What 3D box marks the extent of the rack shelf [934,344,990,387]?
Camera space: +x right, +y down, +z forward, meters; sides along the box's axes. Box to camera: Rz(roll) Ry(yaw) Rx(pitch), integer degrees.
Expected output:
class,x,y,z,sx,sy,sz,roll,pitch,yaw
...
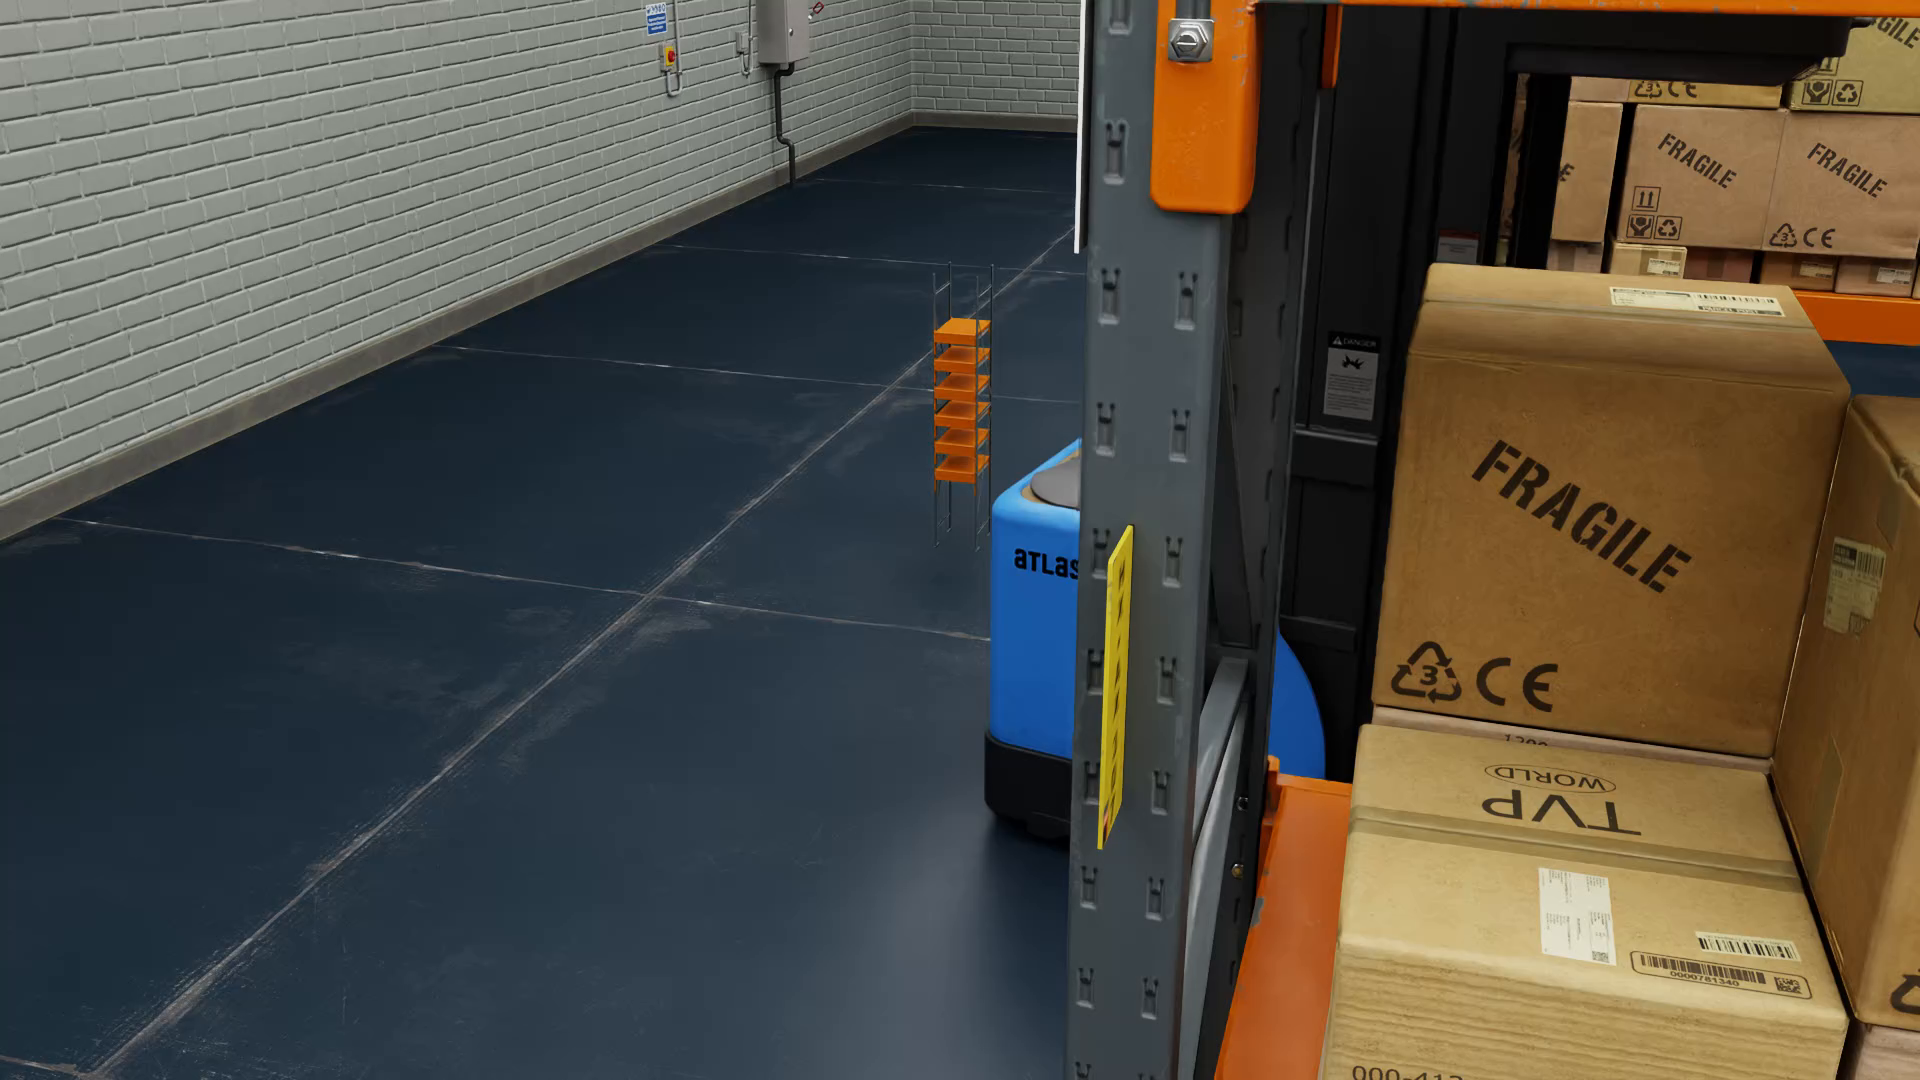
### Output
class,x,y,z,sx,sy,sz,roll,pitch,yaw
rack shelf,0.014,-0.734,6.964,0.180,0.103,0.258,7,23,16

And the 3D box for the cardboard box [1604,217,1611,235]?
class,x,y,z,sx,sy,sz,roll,pitch,yaw
cardboard box,2.720,-1.290,6.793,0.250,0.149,0.380,6,23,15

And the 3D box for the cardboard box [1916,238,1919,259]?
class,x,y,z,sx,sy,sz,roll,pitch,yaw
cardboard box,3.679,-1.275,5.902,0.500,0.500,0.500,6,23,14

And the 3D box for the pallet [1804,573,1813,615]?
class,x,y,z,sx,sy,sz,roll,pitch,yaw
pallet,3.859,0.133,6.668,1.213,0.211,1.003,7,23,16

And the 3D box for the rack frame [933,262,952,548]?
class,x,y,z,sx,sy,sz,roll,pitch,yaw
rack frame,-0.074,-0.564,7.063,0.006,1.200,0.240,7,23,16

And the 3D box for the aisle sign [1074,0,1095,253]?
class,x,y,z,sx,sy,sz,roll,pitch,yaw
aisle sign,0.169,-0.712,1.629,0.004,0.787,0.394,7,23,16

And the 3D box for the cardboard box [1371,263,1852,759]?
class,x,y,z,sx,sy,sz,roll,pitch,yaw
cardboard box,0.867,-0.068,2.301,0.500,0.500,0.500,7,23,16

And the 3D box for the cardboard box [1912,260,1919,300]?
class,x,y,z,sx,sy,sz,roll,pitch,yaw
cardboard box,3.578,-0.979,6.034,0.250,0.149,0.380,7,23,17

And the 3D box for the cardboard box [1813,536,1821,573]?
class,x,y,z,sx,sy,sz,roll,pitch,yaw
cardboard box,3.262,-0.019,6.566,0.250,0.149,0.380,7,23,16

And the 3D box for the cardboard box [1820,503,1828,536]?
class,x,y,z,sx,sy,sz,roll,pitch,yaw
cardboard box,3.283,-0.157,6.511,0.250,0.149,0.380,5,23,13

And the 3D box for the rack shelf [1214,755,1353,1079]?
class,x,y,z,sx,sy,sz,roll,pitch,yaw
rack shelf,2.240,0.941,1.971,4.000,0.370,1.077,7,23,16

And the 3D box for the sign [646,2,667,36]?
class,x,y,z,sx,sy,sz,roll,pitch,yaw
sign,-2.290,-3.935,12.555,0.001,0.218,0.327,7,23,16

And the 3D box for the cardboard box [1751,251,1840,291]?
class,x,y,z,sx,sy,sz,roll,pitch,yaw
cardboard box,3.108,-1.052,6.213,0.250,0.149,0.380,6,23,15

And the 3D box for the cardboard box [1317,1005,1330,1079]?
class,x,y,z,sx,sy,sz,roll,pitch,yaw
cardboard box,0.569,0.664,2.029,0.250,0.149,0.380,7,23,16

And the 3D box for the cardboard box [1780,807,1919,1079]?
class,x,y,z,sx,sy,sz,roll,pitch,yaw
cardboard box,1.206,0.526,1.840,0.500,0.250,0.500,6,23,15

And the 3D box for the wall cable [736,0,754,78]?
class,x,y,z,sx,sy,sz,roll,pitch,yaw
wall cable,-1.819,-4.808,13.699,0.122,1.984,0.588,7,23,16

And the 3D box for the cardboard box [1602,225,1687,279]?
class,x,y,z,sx,sy,sz,roll,pitch,yaw
cardboard box,2.567,-1.069,6.255,0.250,0.149,0.380,6,23,14

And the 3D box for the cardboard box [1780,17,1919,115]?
class,x,y,z,sx,sy,sz,roll,pitch,yaw
cardboard box,3.184,-1.785,5.827,0.500,0.500,0.500,6,23,14

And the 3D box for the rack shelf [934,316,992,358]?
class,x,y,z,sx,sy,sz,roll,pitch,yaw
rack shelf,0.014,-0.845,6.919,0.180,0.103,0.258,7,23,16

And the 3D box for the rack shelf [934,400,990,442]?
class,x,y,z,sx,sy,sz,roll,pitch,yaw
rack shelf,0.014,-0.512,7.055,0.180,0.103,0.258,7,23,16

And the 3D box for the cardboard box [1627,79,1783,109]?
class,x,y,z,sx,sy,sz,roll,pitch,yaw
cardboard box,2.692,-1.850,5.986,0.500,0.500,0.500,7,23,17

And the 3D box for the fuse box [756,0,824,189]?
class,x,y,z,sx,sy,sz,roll,pitch,yaw
fuse box,-1.471,-3.972,14.699,0.414,1.711,0.539,7,23,16

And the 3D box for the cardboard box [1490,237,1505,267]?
class,x,y,z,sx,sy,sz,roll,pitch,yaw
cardboard box,2.070,-1.131,6.406,0.250,0.149,0.380,6,23,15

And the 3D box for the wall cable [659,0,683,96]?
class,x,y,z,sx,sy,sz,roll,pitch,yaw
wall cable,-2.218,-4.306,12.434,0.123,1.953,0.585,7,23,16

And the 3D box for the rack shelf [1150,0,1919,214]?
class,x,y,z,sx,sy,sz,roll,pitch,yaw
rack shelf,2.240,-0.447,1.402,4.000,0.370,1.077,7,23,16

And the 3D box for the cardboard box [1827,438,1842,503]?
class,x,y,z,sx,sy,sz,roll,pitch,yaw
cardboard box,3.285,-0.280,6.419,0.250,0.149,0.380,7,23,18

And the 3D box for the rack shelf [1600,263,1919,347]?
class,x,y,z,sx,sy,sz,roll,pitch,yaw
rack shelf,3.769,-0.850,6.337,4.000,0.370,1.077,7,23,16

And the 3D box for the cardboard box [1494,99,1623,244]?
class,x,y,z,sx,sy,sz,roll,pitch,yaw
cardboard box,2.204,-1.436,6.295,0.500,0.500,0.500,8,24,18

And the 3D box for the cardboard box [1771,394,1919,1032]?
class,x,y,z,sx,sy,sz,roll,pitch,yaw
cardboard box,1.185,0.180,1.697,0.500,0.500,0.500,6,23,14

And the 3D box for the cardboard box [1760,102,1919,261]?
class,x,y,z,sx,sy,sz,roll,pitch,yaw
cardboard box,3.189,-1.328,6.032,0.500,0.500,0.500,7,23,16

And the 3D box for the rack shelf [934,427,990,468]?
class,x,y,z,sx,sy,sz,roll,pitch,yaw
rack shelf,0.014,-0.401,7.101,0.180,0.103,0.258,7,23,16

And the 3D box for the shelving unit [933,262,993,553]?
class,x,y,z,sx,sy,sz,roll,pitch,yaw
shelving unit,0.014,-0.554,7.038,0.189,1.200,0.258,7,23,16

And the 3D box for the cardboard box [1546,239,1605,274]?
class,x,y,z,sx,sy,sz,roll,pitch,yaw
cardboard box,2.325,-1.118,6.374,0.250,0.149,0.380,7,23,17

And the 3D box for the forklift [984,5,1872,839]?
class,x,y,z,sx,sy,sz,roll,pitch,yaw
forklift,1.625,-0.386,4.349,3.031,2.935,1.130,11,25,25

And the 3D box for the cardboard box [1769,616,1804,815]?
class,x,y,z,sx,sy,sz,roll,pitch,yaw
cardboard box,1.351,0.333,2.310,0.500,0.250,0.500,6,23,15

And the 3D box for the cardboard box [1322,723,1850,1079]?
class,x,y,z,sx,sy,sz,roll,pitch,yaw
cardboard box,0.706,0.472,1.973,0.500,0.250,0.500,6,23,14

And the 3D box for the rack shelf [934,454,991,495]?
class,x,y,z,sx,sy,sz,roll,pitch,yaw
rack shelf,0.014,-0.290,7.146,0.180,0.103,0.258,7,23,16

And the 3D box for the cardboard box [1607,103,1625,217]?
class,x,y,z,sx,sy,sz,roll,pitch,yaw
cardboard box,2.850,-1.572,6.625,0.500,0.500,0.500,6,23,15

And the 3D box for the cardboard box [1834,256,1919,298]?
class,x,y,z,sx,sy,sz,roll,pitch,yaw
cardboard box,3.336,-1.015,6.122,0.250,0.149,0.380,6,23,14

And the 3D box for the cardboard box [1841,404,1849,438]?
class,x,y,z,sx,sy,sz,roll,pitch,yaw
cardboard box,3.666,-0.426,6.775,0.250,0.149,0.380,6,23,14

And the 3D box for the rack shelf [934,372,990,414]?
class,x,y,z,sx,sy,sz,roll,pitch,yaw
rack shelf,0.014,-0.623,7.010,0.180,0.103,0.258,7,23,16

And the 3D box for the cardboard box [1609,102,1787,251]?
class,x,y,z,sx,sy,sz,roll,pitch,yaw
cardboard box,2.724,-1.387,6.174,0.500,0.500,0.500,7,23,16

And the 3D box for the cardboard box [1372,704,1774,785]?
class,x,y,z,sx,sy,sz,roll,pitch,yaw
cardboard box,0.865,0.278,2.446,0.500,0.250,0.500,6,23,15

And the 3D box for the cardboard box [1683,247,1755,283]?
class,x,y,z,sx,sy,sz,roll,pitch,yaw
cardboard box,2.855,-1.091,6.307,0.250,0.149,0.380,8,24,18

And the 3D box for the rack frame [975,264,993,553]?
class,x,y,z,sx,sy,sz,roll,pitch,yaw
rack frame,0.101,-0.543,7.014,0.006,1.200,0.240,7,23,16

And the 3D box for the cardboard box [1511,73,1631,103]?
class,x,y,z,sx,sy,sz,roll,pitch,yaw
cardboard box,2.207,-1.903,6.115,0.500,0.500,0.500,6,23,15

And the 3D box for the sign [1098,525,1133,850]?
class,x,y,z,sx,sy,sz,roll,pitch,yaw
sign,0.159,0.153,1.699,0.005,0.325,0.100,7,23,16
